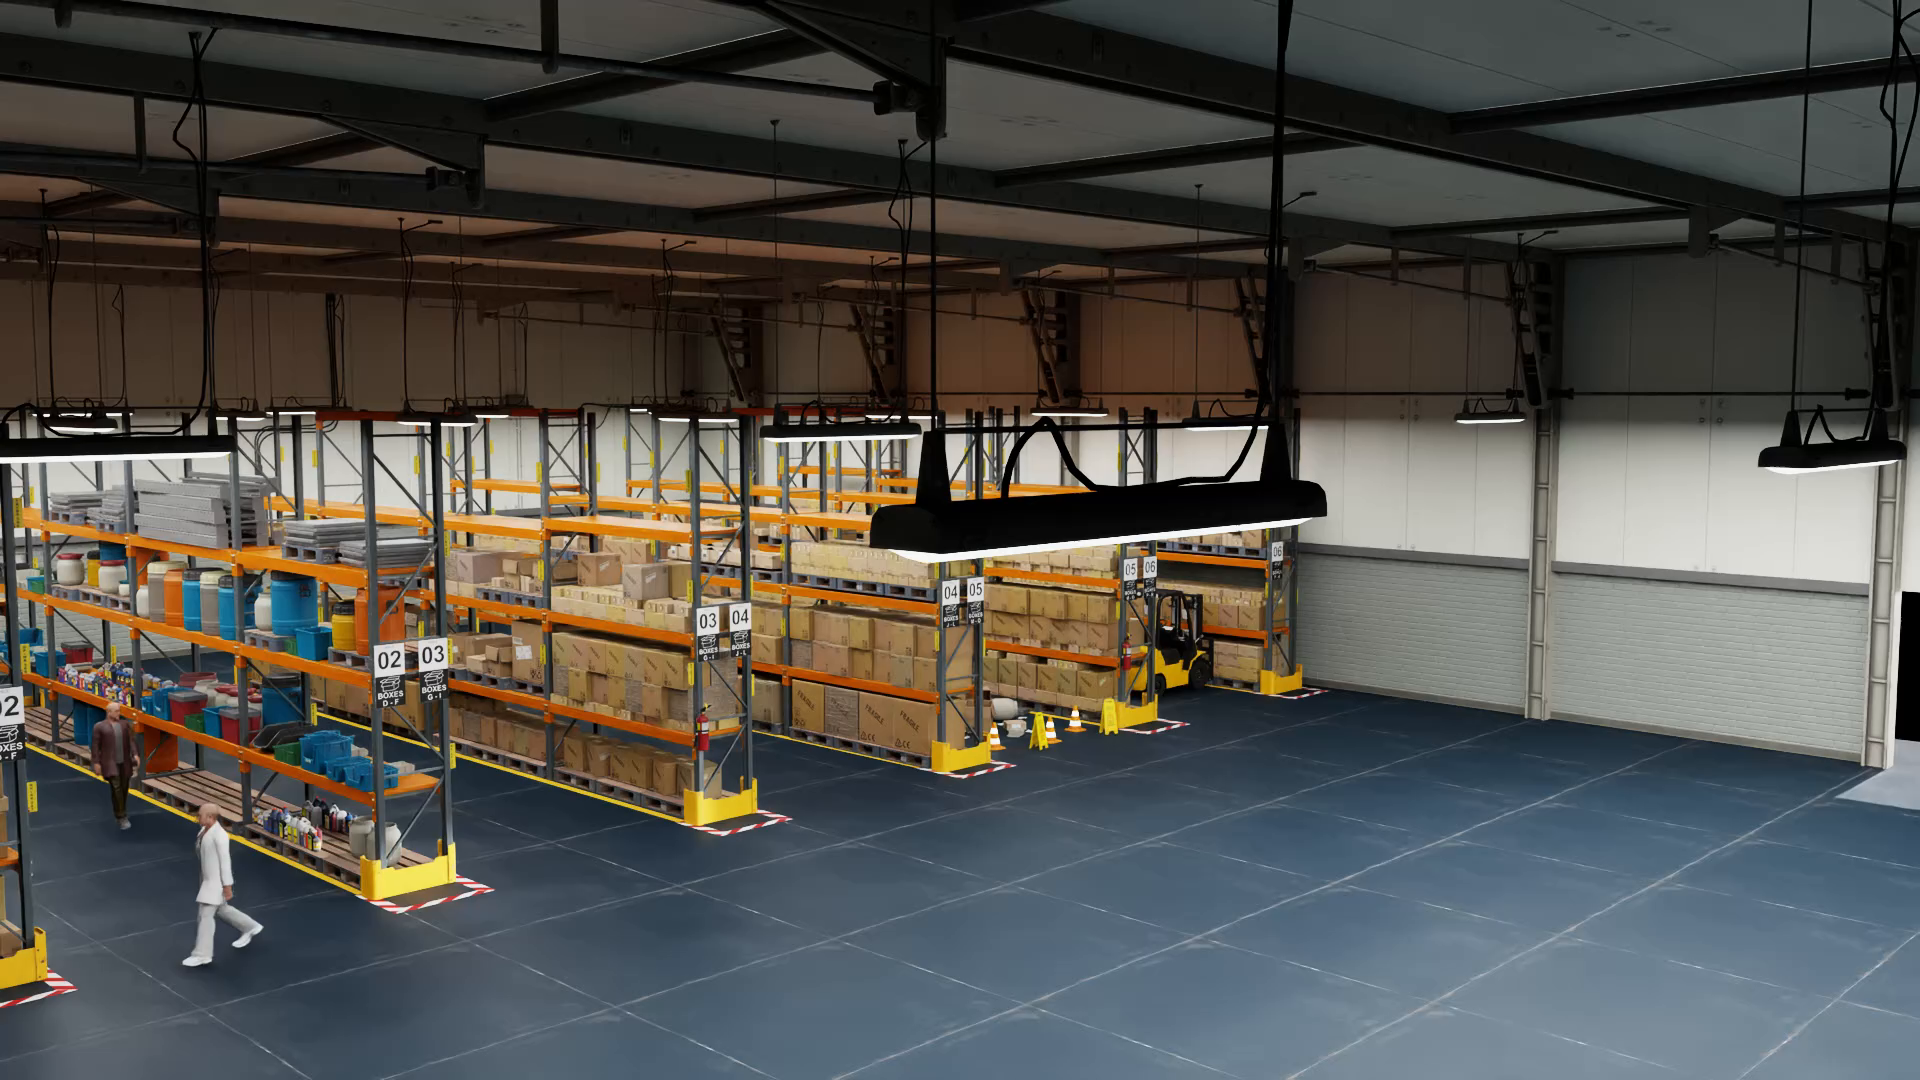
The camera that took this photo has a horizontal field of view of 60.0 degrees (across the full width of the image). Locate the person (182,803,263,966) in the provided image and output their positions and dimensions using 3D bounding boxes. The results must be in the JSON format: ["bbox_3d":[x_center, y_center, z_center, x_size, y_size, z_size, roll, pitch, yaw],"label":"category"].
[{"bbox_3d":[-8.301,3.805,18.644,0.969,1.756,0.600,-4,7,-40],"label":"person"}]

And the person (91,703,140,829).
[{"bbox_3d":[-12.329,3.300,24.421,0.800,1.794,0.619,3,6,33],"label":"person"}]
